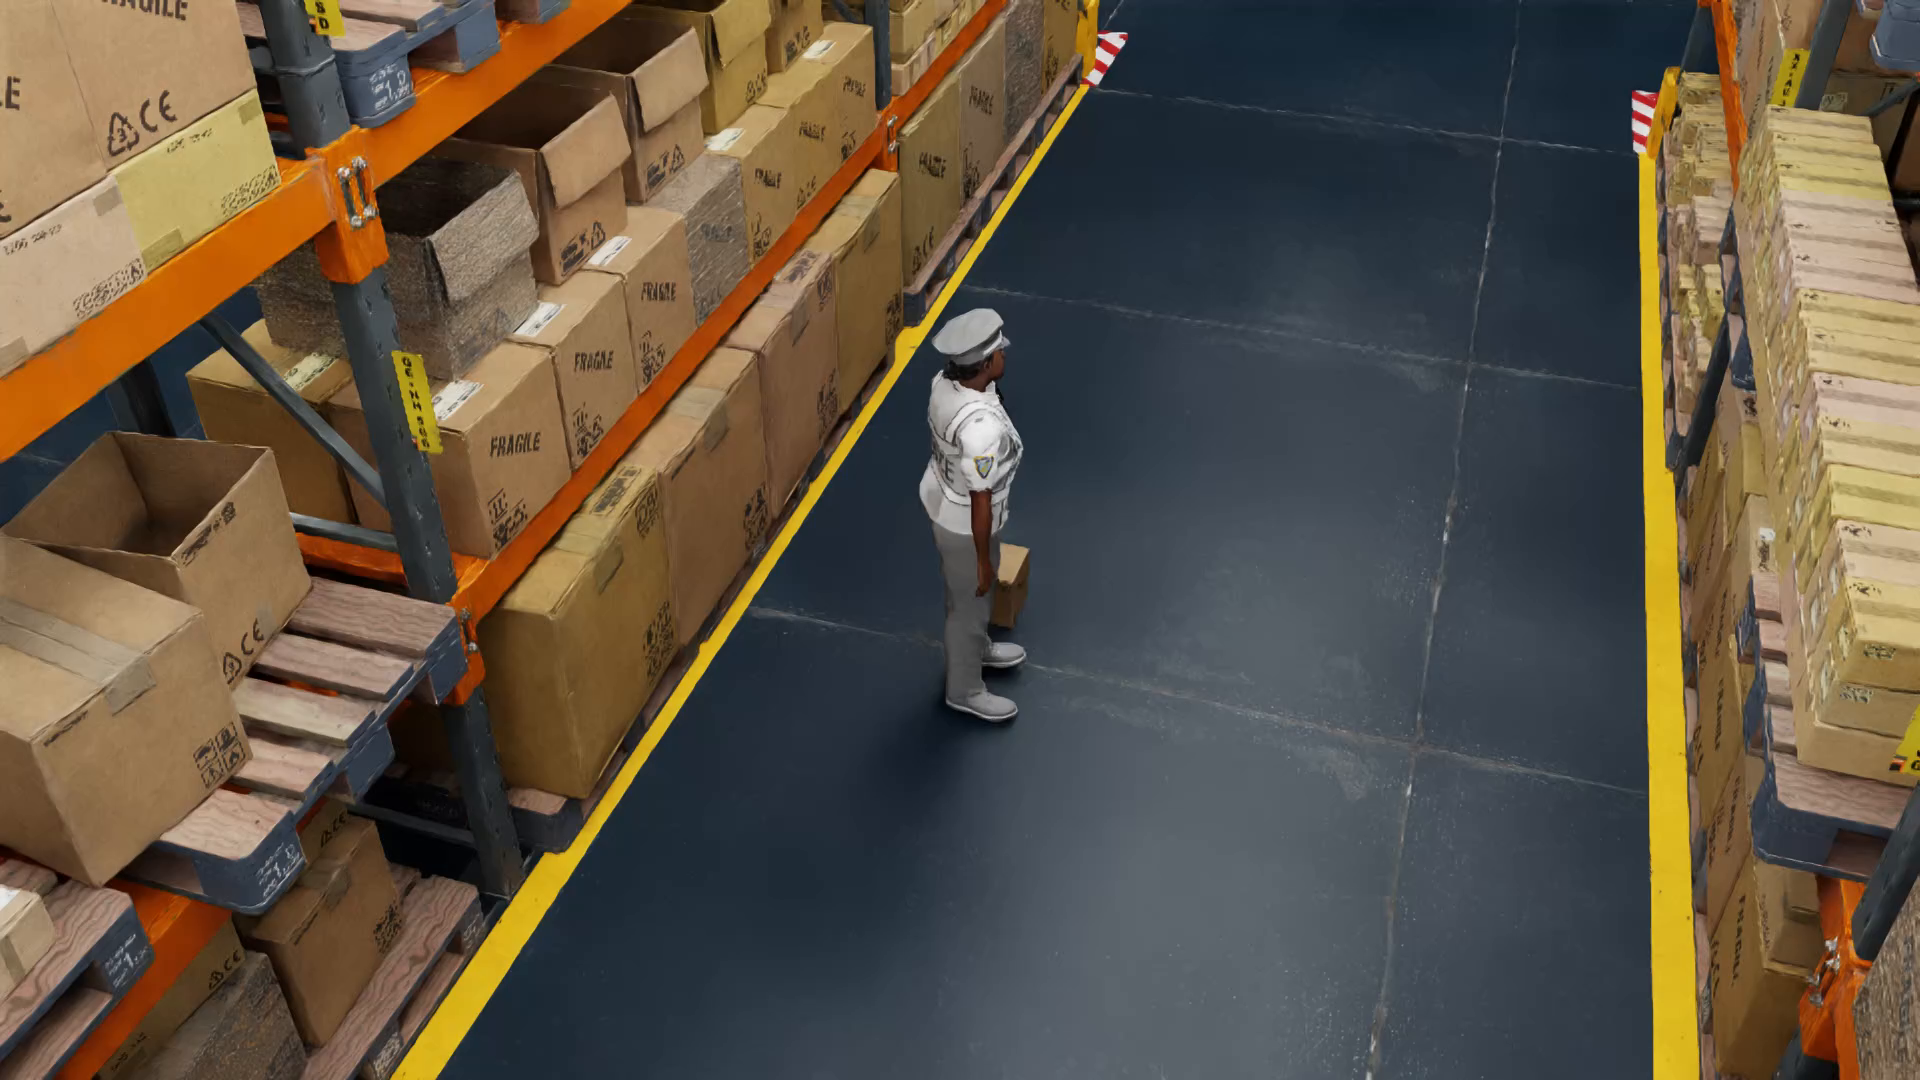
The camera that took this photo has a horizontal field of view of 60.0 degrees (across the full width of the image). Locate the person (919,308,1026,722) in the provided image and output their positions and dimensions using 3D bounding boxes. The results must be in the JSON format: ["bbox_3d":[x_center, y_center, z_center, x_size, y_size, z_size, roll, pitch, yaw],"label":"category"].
[{"bbox_3d":[0.087,-0.078,6.197,0.438,1.692,0.516,-10,38,-13],"label":"person"}]
